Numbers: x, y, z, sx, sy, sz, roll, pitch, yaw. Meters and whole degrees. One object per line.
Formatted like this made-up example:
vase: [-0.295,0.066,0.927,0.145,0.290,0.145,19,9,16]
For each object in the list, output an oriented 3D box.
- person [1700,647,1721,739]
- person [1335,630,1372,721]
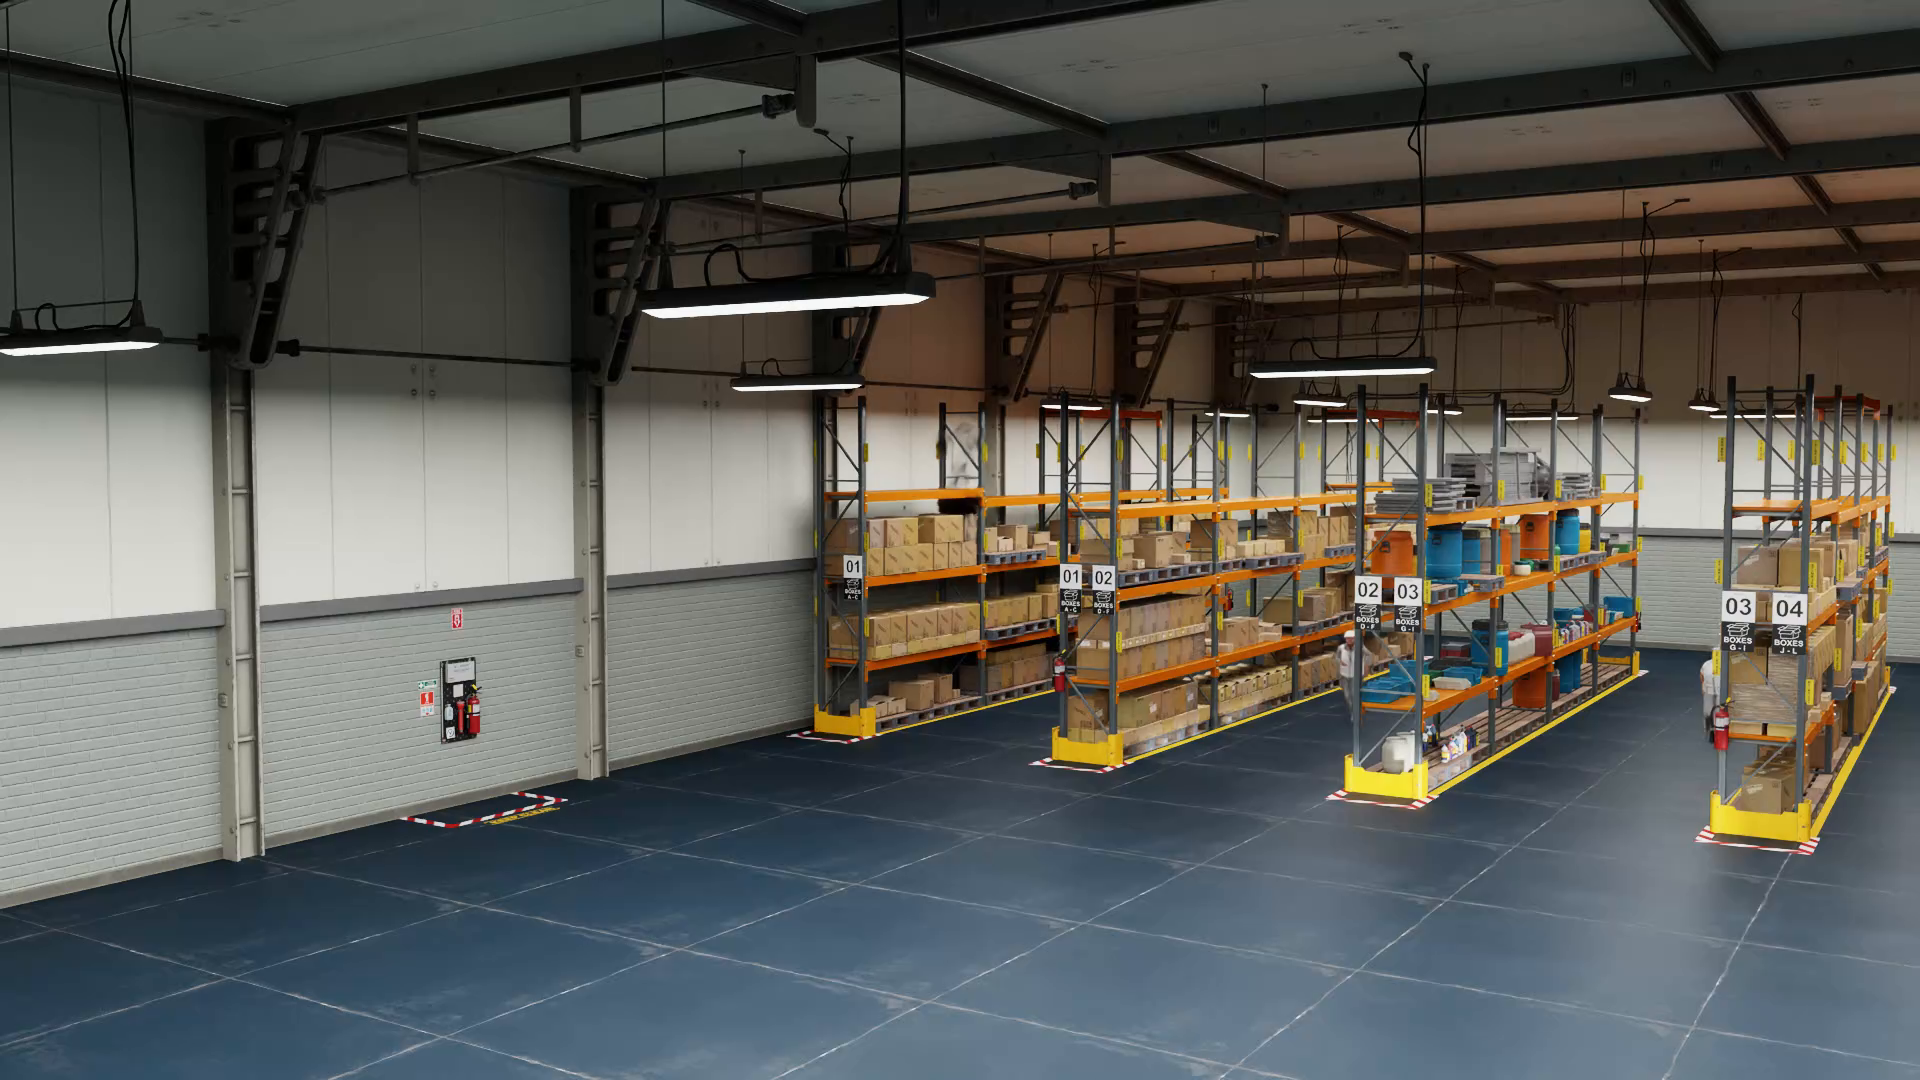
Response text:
person: [13.082,2.670,28.782,0.586,1.633,0.583,2,4,32]
person: [7.312,2.531,31.008,0.647,1.716,0.693,1,3,26]
